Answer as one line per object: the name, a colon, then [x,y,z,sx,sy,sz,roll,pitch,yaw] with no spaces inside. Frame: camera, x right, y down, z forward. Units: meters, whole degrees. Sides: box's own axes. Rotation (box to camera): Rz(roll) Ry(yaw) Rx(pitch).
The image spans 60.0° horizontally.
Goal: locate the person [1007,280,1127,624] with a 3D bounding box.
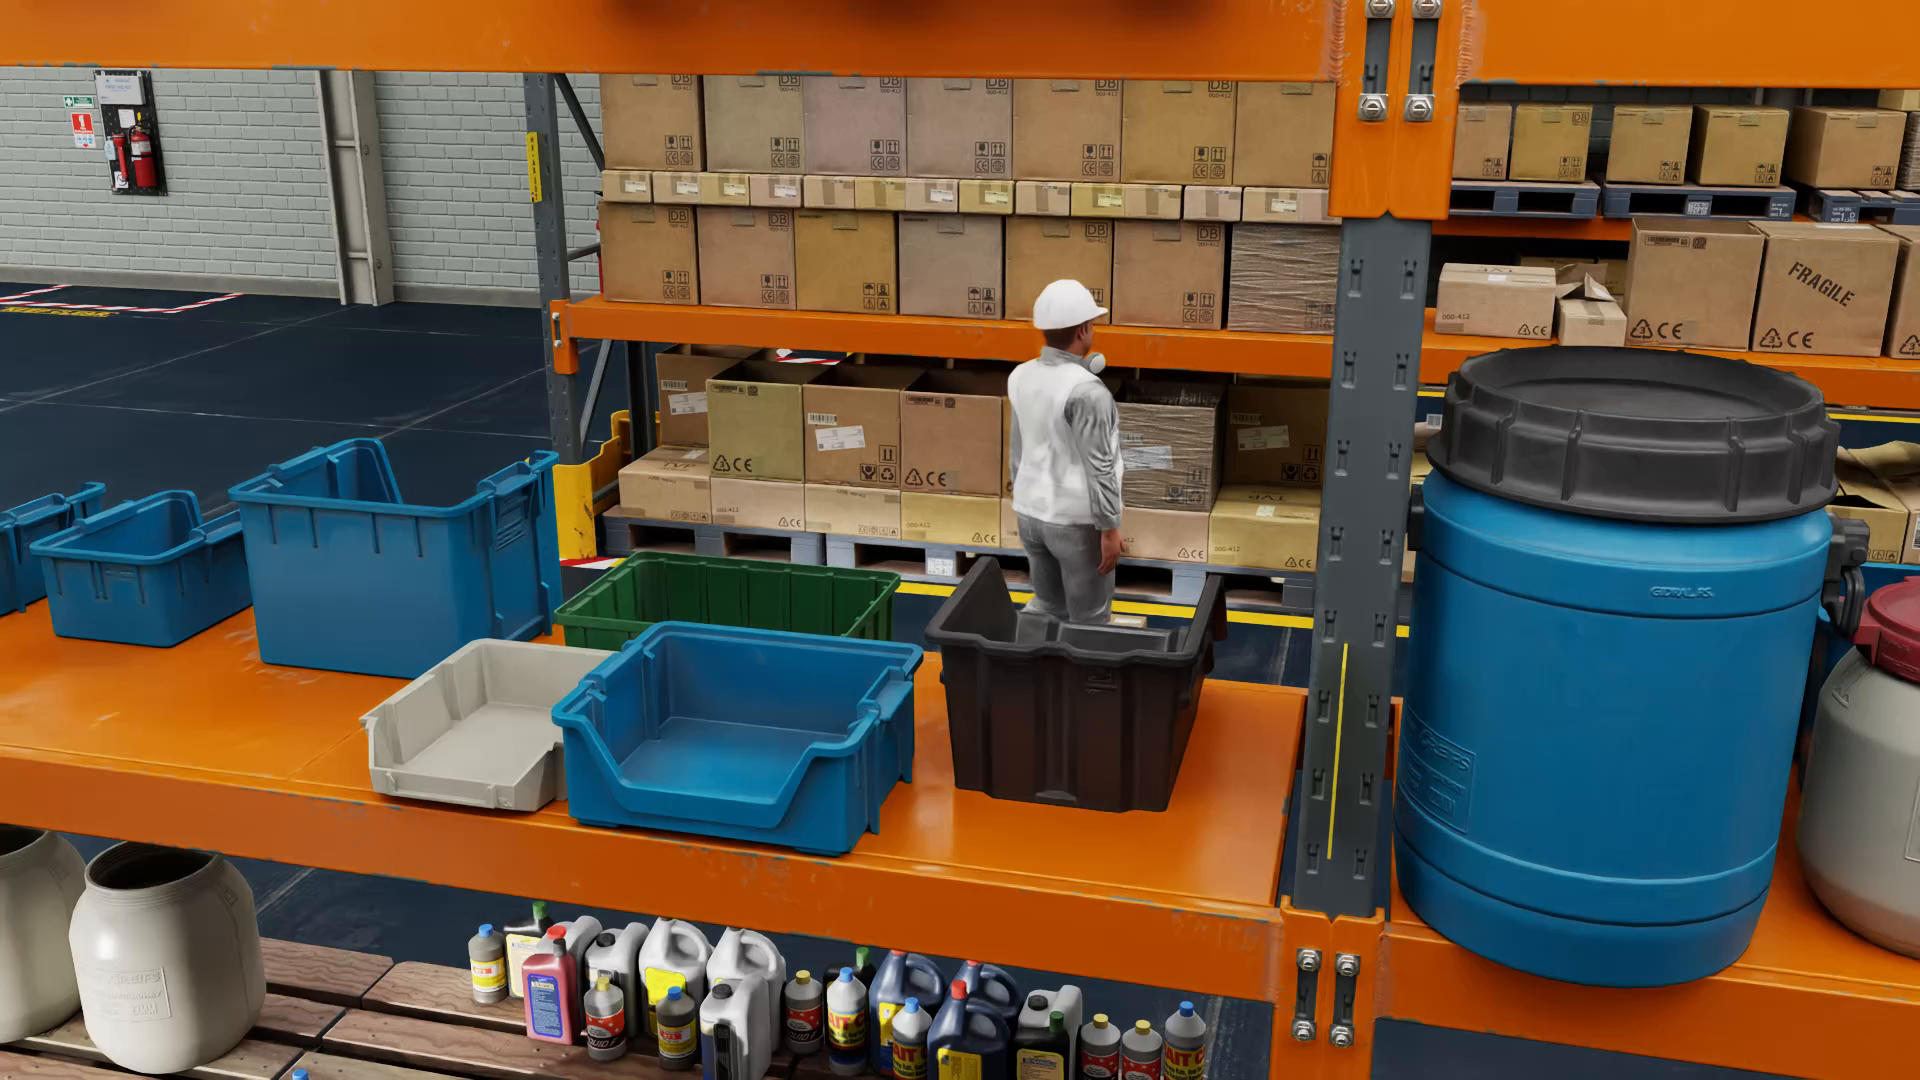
person: [0.412,-0.087,6.259,0.530,1.774,0.573,-12,22,-32]
